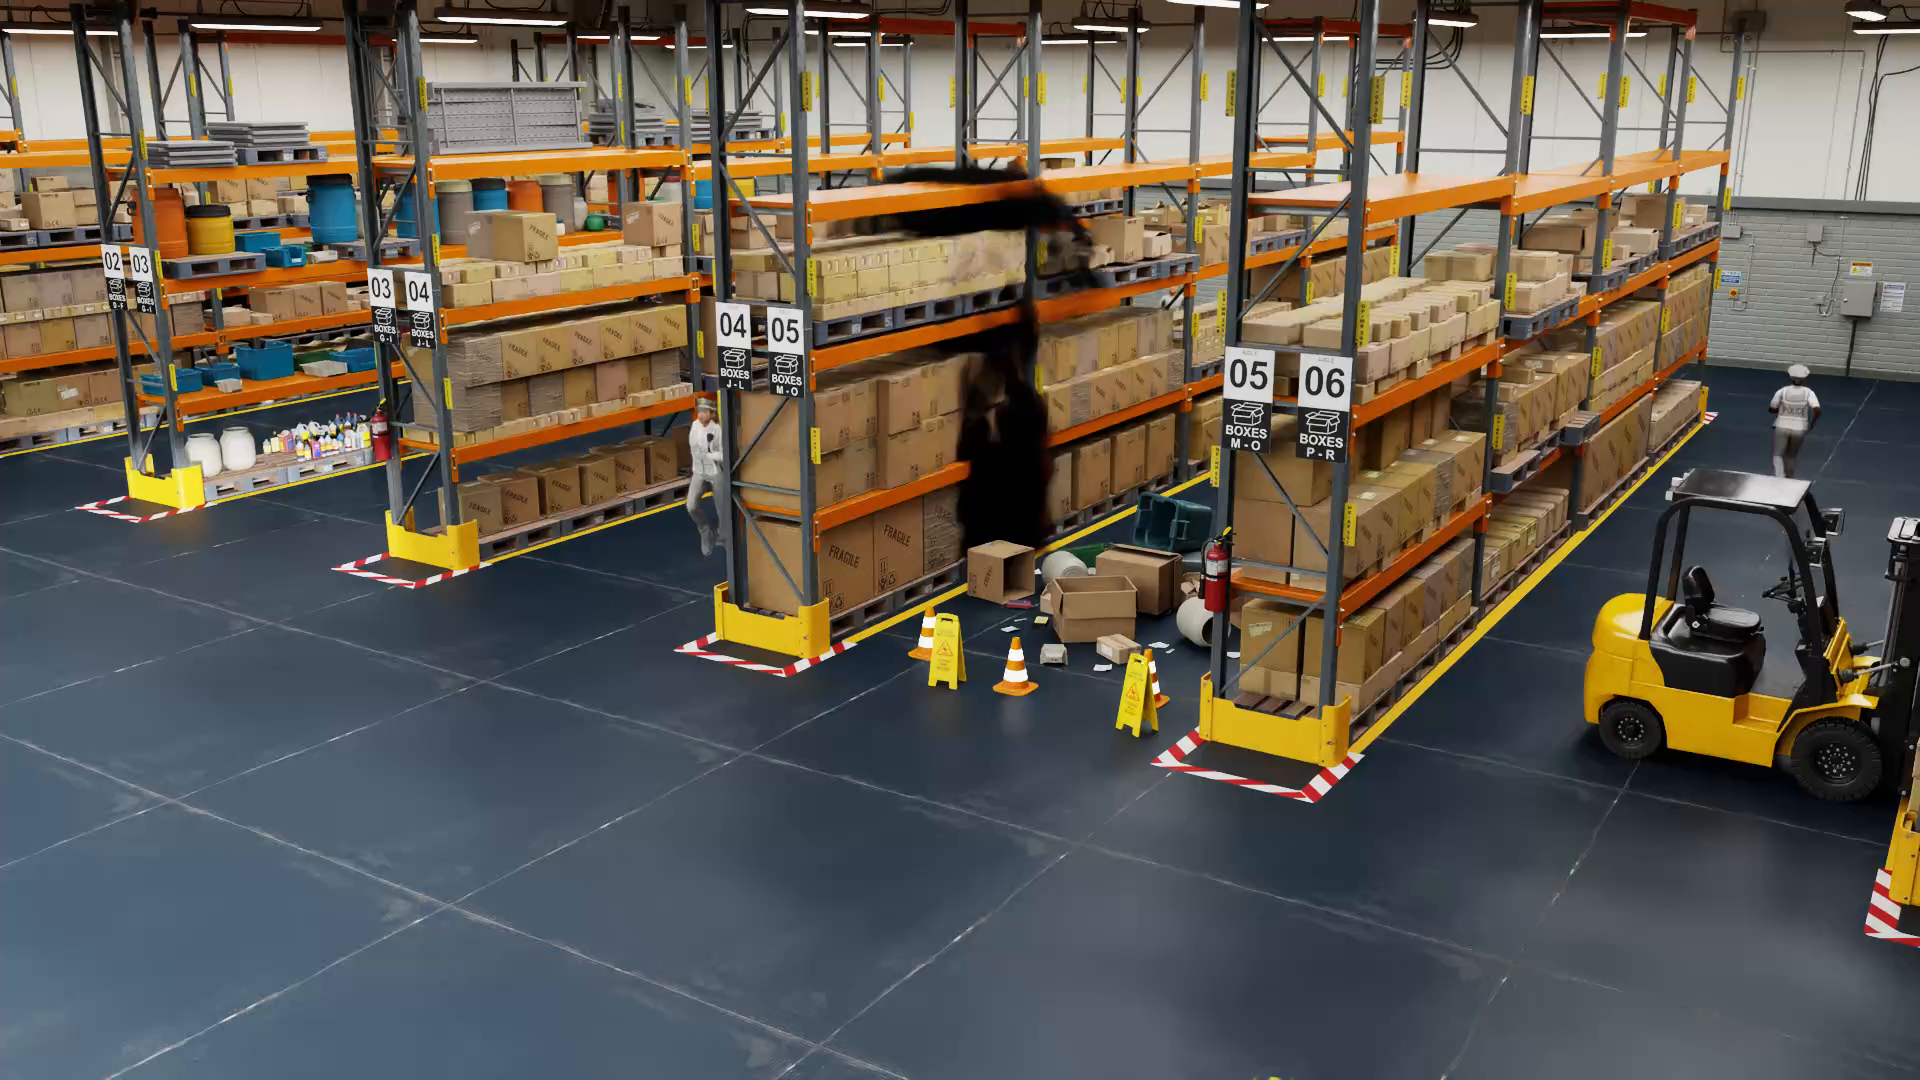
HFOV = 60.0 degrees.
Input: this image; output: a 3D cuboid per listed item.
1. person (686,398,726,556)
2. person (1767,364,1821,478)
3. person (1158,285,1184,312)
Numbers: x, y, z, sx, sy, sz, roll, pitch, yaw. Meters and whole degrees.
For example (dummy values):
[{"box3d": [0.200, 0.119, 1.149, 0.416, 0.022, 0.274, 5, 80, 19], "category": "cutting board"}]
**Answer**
[{"box3d": [-2.632, -0.670, 17.474, 0.592, 1.719, 0.721, 5, 16, 19], "category": "person"}, {"box3d": [10.488, -1.382, 20.995, 0.583, 1.674, 0.899, 5, 16, 18], "category": "person"}, {"box3d": [3.874, -3.883, 30.185, 0.607, 1.644, 0.604, 2, 16, 6], "category": "person"}]
